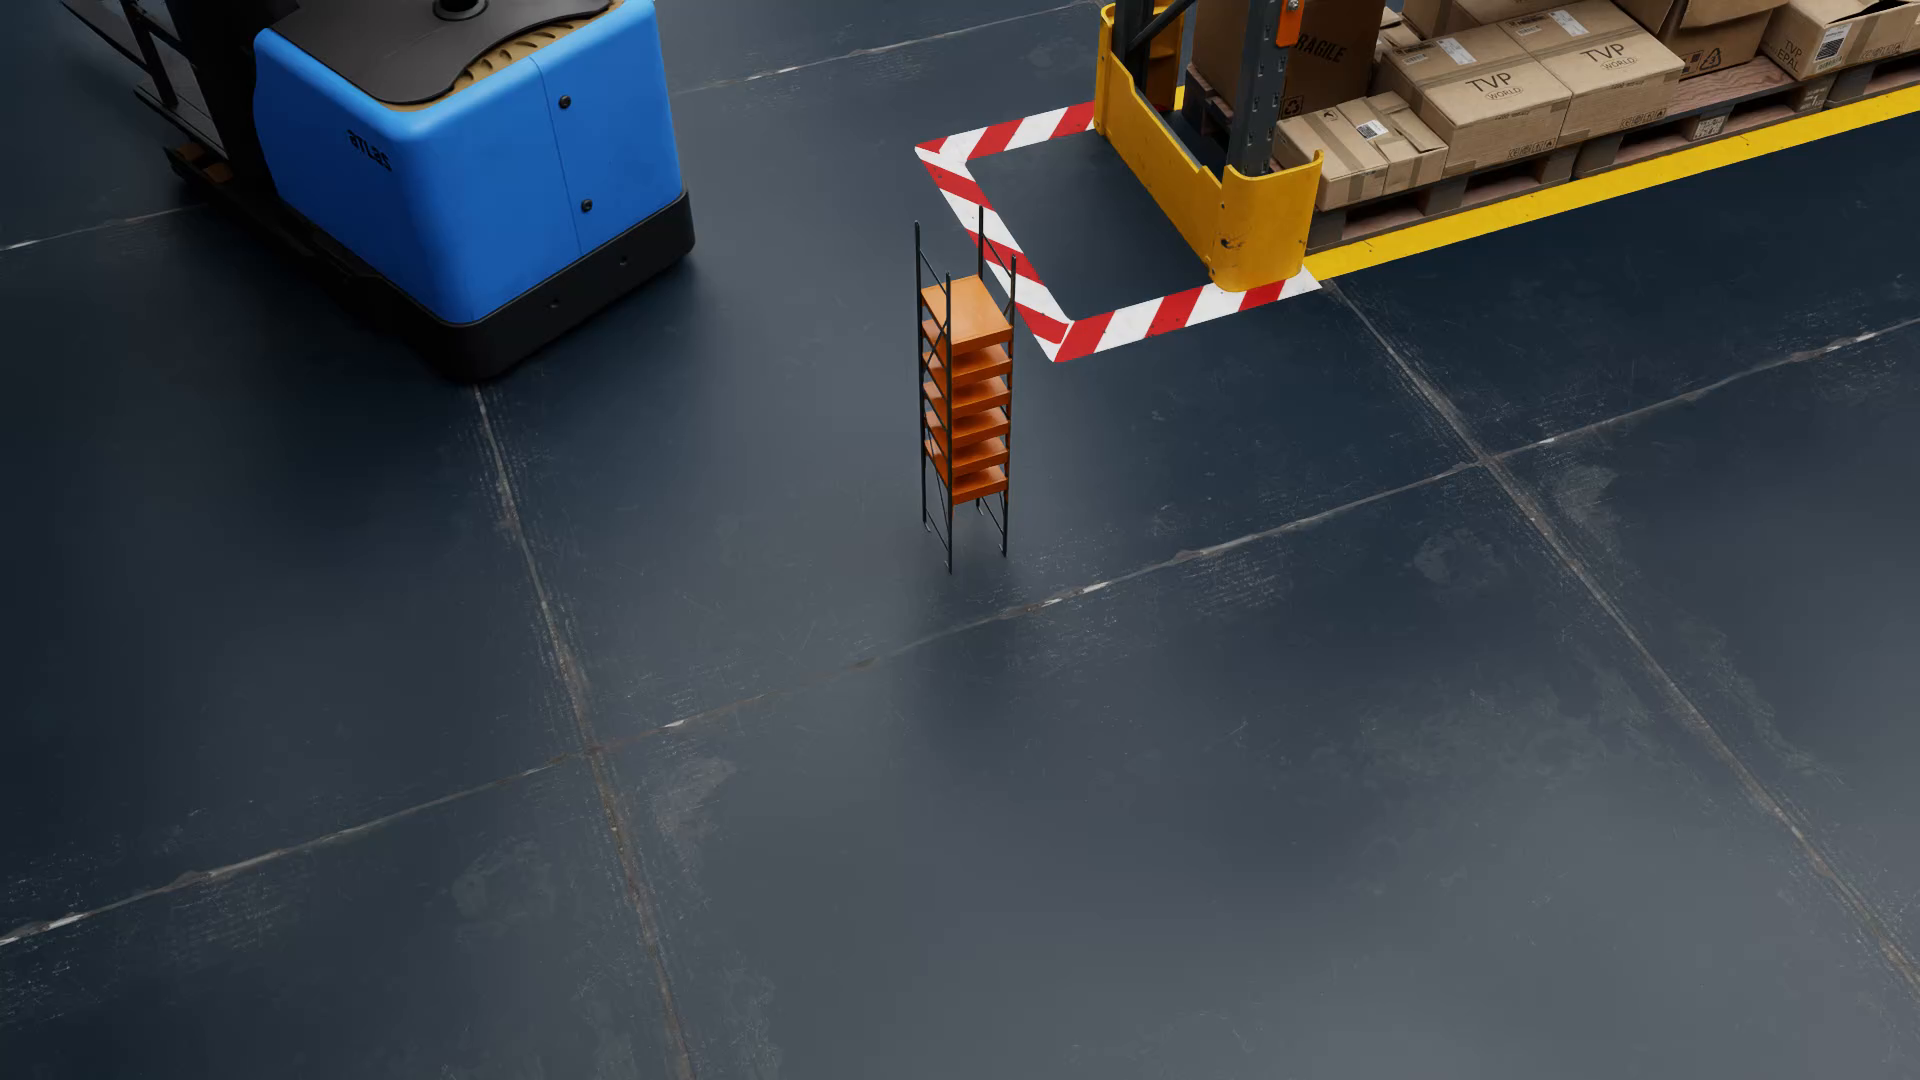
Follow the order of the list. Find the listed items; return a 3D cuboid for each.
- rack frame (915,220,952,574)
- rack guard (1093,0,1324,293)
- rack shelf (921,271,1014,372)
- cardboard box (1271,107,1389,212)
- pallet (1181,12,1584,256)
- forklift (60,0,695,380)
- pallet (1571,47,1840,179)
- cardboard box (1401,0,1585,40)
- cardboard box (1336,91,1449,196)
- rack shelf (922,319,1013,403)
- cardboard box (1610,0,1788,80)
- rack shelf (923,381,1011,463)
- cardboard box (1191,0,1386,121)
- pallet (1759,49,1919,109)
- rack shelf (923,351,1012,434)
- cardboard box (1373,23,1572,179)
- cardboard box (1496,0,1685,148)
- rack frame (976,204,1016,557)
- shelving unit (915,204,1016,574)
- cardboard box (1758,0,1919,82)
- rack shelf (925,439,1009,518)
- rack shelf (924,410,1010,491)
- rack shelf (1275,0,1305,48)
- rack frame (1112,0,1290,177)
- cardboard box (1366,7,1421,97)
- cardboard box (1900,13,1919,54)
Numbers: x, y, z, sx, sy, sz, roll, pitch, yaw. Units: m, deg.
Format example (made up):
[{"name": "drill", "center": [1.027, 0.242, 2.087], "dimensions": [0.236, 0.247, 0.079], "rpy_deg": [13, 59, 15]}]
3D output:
[{"name": "rack frame", "center": [-0.071, -0.369, 4.776], "dimensions": [0.006, 1.200, 0.240], "rpy_deg": [-17, 52, -14]}, {"name": "rack guard", "center": [0.895, -1.503, 6.211], "dimensions": [0.348, 0.500, 1.175], "rpy_deg": [-17, 52, -14]}, {"name": "rack shelf", "center": [0.013, -0.601, 4.559], "dimensions": [0.180, 0.103, 0.258], "rpy_deg": [-17, 52, -14]}, {"name": "cardboard box", "center": [1.342, -1.389, 6.055], "dimensions": [0.250, 0.149, 0.380], "rpy_deg": [-17, 52, -14]}, {"name": "pallet", "center": [1.633, -1.638, 6.518], "dimensions": [1.213, 0.211, 1.003], "rpy_deg": [-17, 52, -14]}, {"name": "forklift", "center": [-2.398, -2.484, 5.451], "dimensions": [3.031, 2.935, 1.130], "rpy_deg": [35, 58, 26]}, {"name": "pallet", "center": [2.761, -1.985, 6.816], "dimensions": [1.213, 0.211, 1.003], "rpy_deg": [-17, 52, -14]}, {"name": "cardboard box", "center": [2.126, -2.123, 6.619], "dimensions": [0.500, 0.250, 0.500], "rpy_deg": [-17, 52, -14]}, {"name": "cardboard box", "center": [1.574, -1.466, 6.109], "dimensions": [0.250, 0.166, 0.380], "rpy_deg": [-17, 52, -14]}, {"name": "rack shelf", "center": [0.013, -0.522, 4.650], "dimensions": [0.180, 0.103, 0.258], "rpy_deg": [-17, 52, -14]}, {"name": "cardboard box", "center": [2.791, -2.230, 6.544], "dimensions": [0.637, 0.503, 0.797], "rpy_deg": [-17, 52, -14]}, {"name": "rack shelf", "center": [0.013, -0.366, 4.832], "dimensions": [0.180, 0.103, 0.258], "rpy_deg": [-17, 52, -14]}, {"name": "cardboard box", "center": [1.235, -1.953, 6.308], "dimensions": [0.500, 0.500, 0.500], "rpy_deg": [-17, 52, -14]}, {"name": "pallet", "center": [3.892, -2.338, 7.119], "dimensions": [1.213, 0.211, 1.003], "rpy_deg": [-17, 52, -14]}, {"name": "rack shelf", "center": [0.013, -0.444, 4.741], "dimensions": [0.180, 0.103, 0.258], "rpy_deg": [-17, 52, -14]}, {"name": "cardboard box", "center": [1.898, -1.643, 6.206], "dimensions": [0.500, 0.250, 0.500], "rpy_deg": [-17, 52, -14]}, {"name": "cardboard box", "center": [2.361, -1.787, 6.329], "dimensions": [0.500, 0.250, 0.500], "rpy_deg": [-17, 52, -14]}, {"name": "rack frame", "center": [0.098, -0.421, 4.821], "dimensions": [0.006, 1.200, 0.240], "rpy_deg": [-17, 52, -14]}, {"name": "shelving unit", "center": [0.013, -0.395, 4.798], "dimensions": [0.189, 1.200, 0.258], "rpy_deg": [-17, 52, -14]}, {"name": "cardboard box", "center": [3.413, -2.132, 6.586], "dimensions": [0.500, 0.311, 0.500], "rpy_deg": [-17, 52, -14]}, {"name": "rack shelf", "center": [0.013, -0.210, 5.014], "dimensions": [0.180, 0.103, 0.258], "rpy_deg": [-17, 52, -14]}, {"name": "rack shelf", "center": [0.013, -0.288, 4.923], "dimensions": [0.180, 0.103, 0.258], "rpy_deg": [-17, 52, -14]}, {"name": "rack shelf", "center": [2.676, -2.635, 6.010], "dimensions": [4.000, 0.370, 1.077], "rpy_deg": [-17, 52, -14]}, {"name": "rack frame", "center": [0.825, -2.295, 5.244], "dimensions": [0.127, 3.000, 1.000], "rpy_deg": [-17, 52, -14]}, {"name": "cardboard box", "center": [1.644, -1.898, 6.480], "dimensions": [0.250, 0.166, 0.380], "rpy_deg": [-17, 52, -14]}, {"name": "cardboard box", "center": [3.783, -2.145, 6.704], "dimensions": [0.250, 0.149, 0.380], "rpy_deg": [-17, 52, -14]}]
